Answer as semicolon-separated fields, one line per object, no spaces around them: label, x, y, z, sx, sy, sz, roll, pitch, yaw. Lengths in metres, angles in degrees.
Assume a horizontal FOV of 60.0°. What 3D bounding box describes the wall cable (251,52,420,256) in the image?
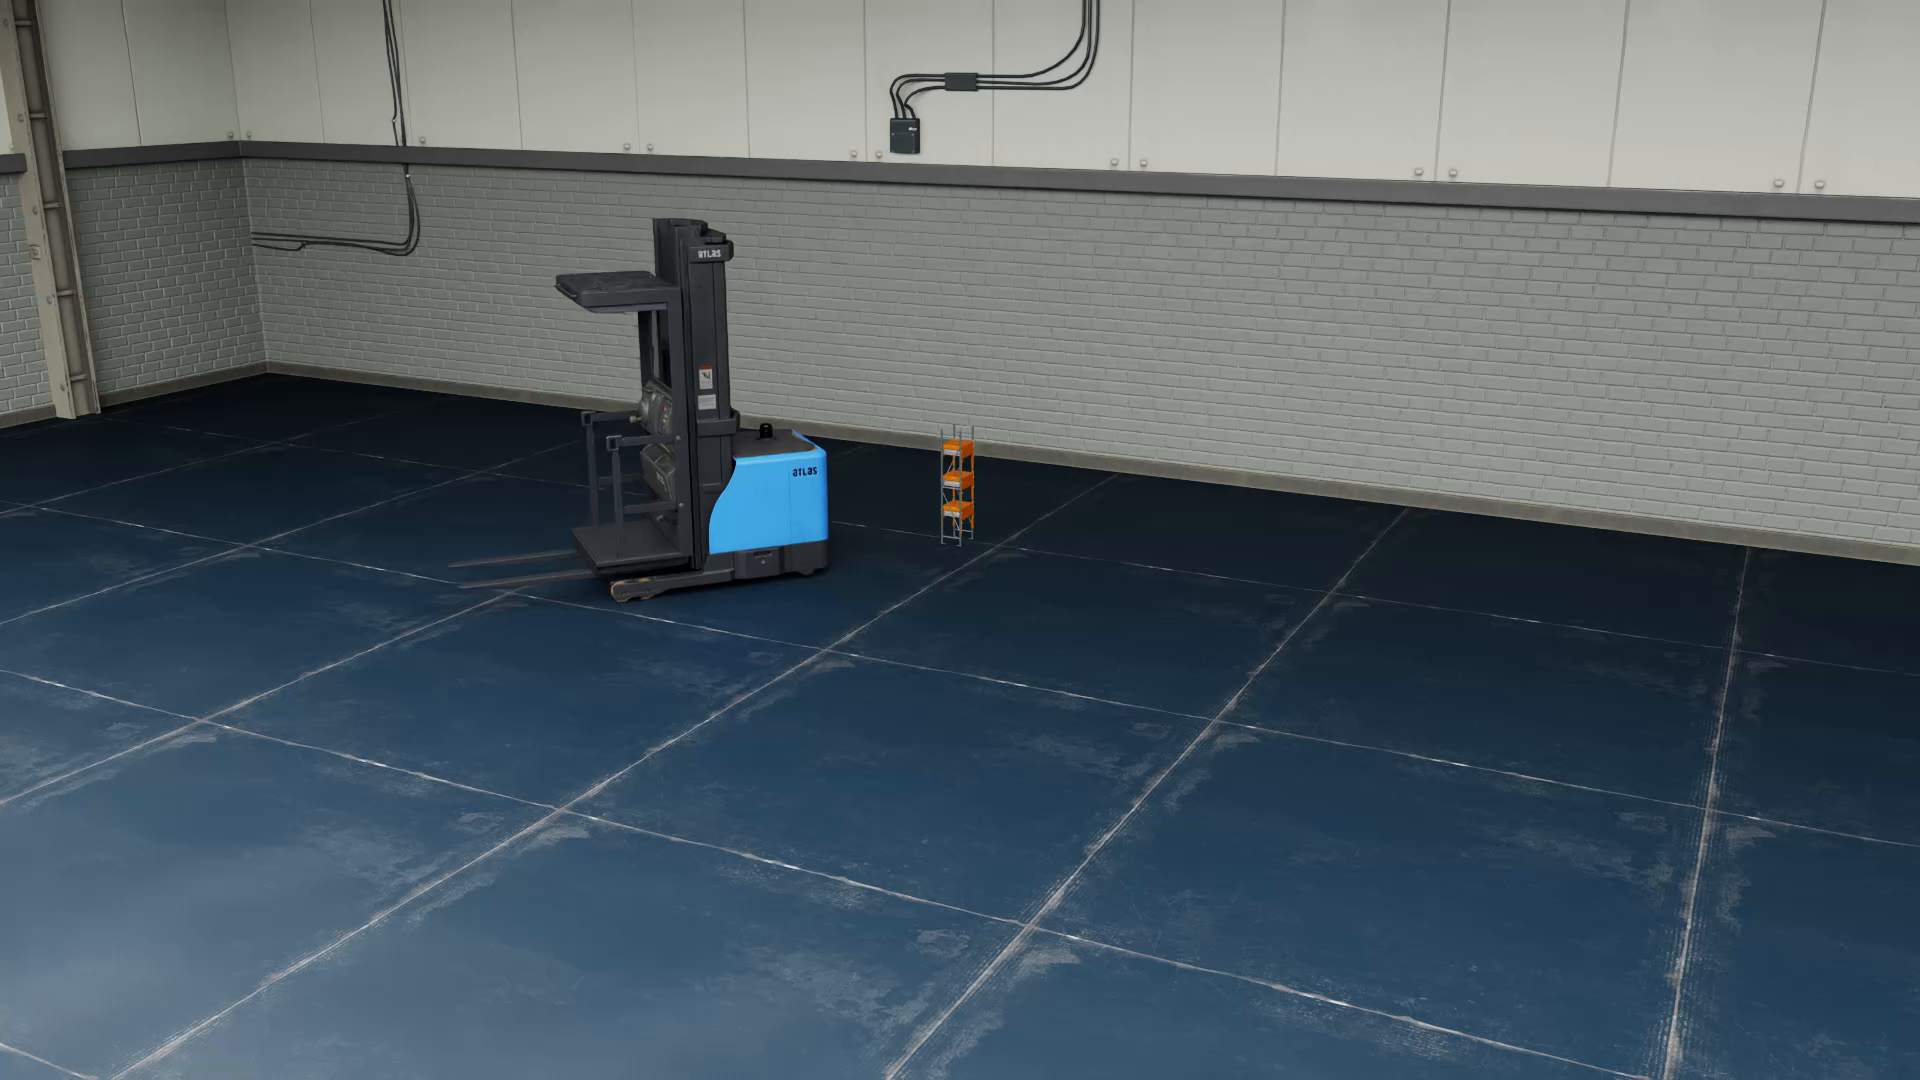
wall cable;-8.178;-4.927;21.260;3.097;2.526;0.112;8;18;25

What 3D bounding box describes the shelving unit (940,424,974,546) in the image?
shelving unit;-0.024;-0.490;14.829;0.215;1.050;0.252;8;18;25

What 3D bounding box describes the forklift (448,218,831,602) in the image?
forklift;-2.657;-1.076;13.500;3.031;2.935;1.130;-7;18;-22

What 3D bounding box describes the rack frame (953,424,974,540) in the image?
rack frame;0.031;-0.521;14.934;0.200;1.050;0.008;8;18;25

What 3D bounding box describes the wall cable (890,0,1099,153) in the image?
wall cable;0.308;-6.834;16.254;2.305;6.003;0.169;8;18;25

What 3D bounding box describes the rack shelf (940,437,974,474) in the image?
rack shelf;-0.024;-0.752;14.751;0.215;0.259;0.240;8;18;25

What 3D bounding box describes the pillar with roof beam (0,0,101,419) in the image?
pillar with roof beam;-6.826;-5.285;17.014;9.100;9.000;0.400;8;18;25

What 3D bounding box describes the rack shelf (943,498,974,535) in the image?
rack shelf;-0.024;-0.213;14.911;0.215;0.259;0.240;8;18;25

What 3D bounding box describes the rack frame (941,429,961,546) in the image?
rack frame;-0.078;-0.459;14.724;0.200;1.050;0.008;8;18;25

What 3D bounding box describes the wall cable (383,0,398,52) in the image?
wall cable;-5.758;-7.003;19.382;3.097;2.526;0.112;8;18;25

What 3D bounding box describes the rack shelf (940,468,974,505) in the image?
rack shelf;-0.024;-0.479;14.832;0.215;0.259;0.240;8;18;25
